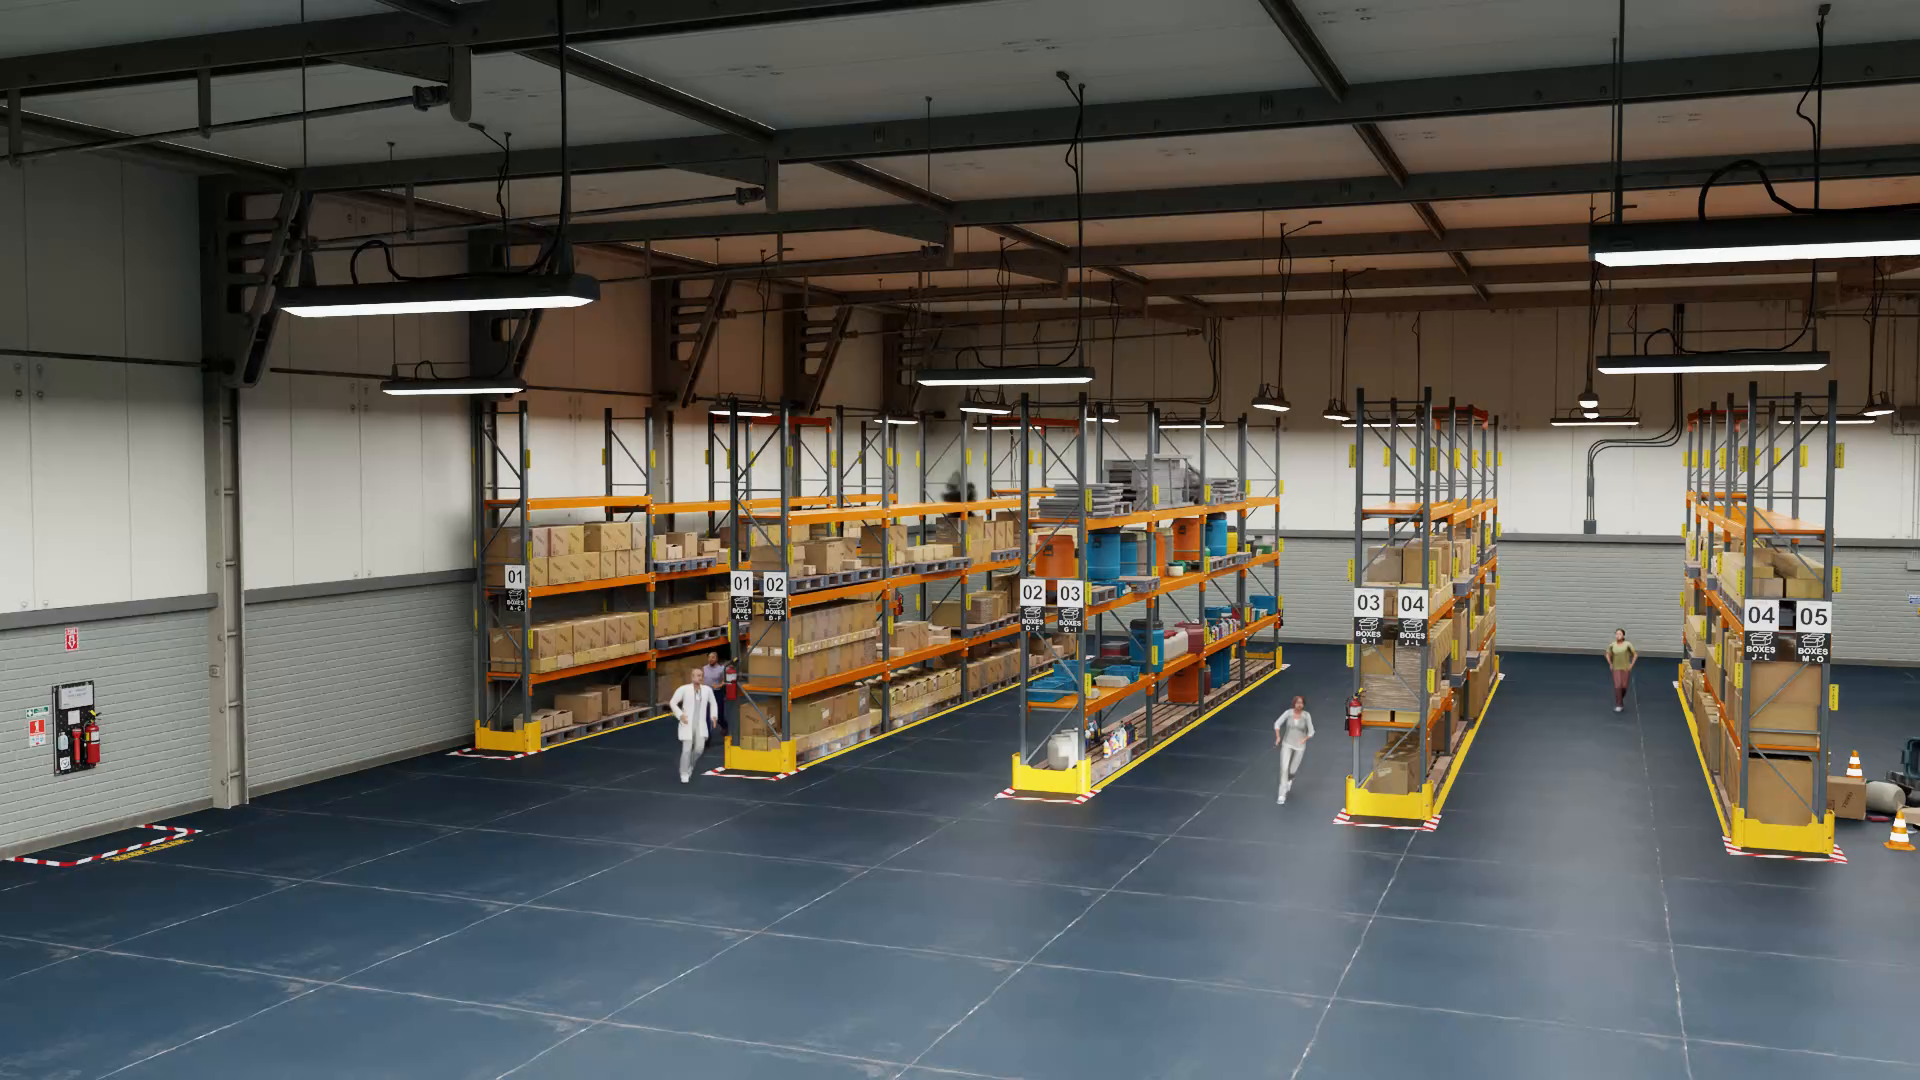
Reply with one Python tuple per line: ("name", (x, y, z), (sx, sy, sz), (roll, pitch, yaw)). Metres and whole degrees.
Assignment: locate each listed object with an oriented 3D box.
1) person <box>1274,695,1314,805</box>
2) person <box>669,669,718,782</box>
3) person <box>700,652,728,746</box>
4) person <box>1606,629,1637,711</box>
("person", (4.899, 3.048, 24.386), (0.581, 1.569, 0.740), (1, 3, 13))
("person", (-4.126, 2.977, 25.909), (0.787, 1.544, 0.556), (-1, 3, -25))
("person", (-4.342, 2.780, 29.258), (0.620, 1.593, 0.823), (0, 3, 9))
("person", (13.152, 2.583, 33.106), (0.580, 1.636, 0.547), (2, 3, 29))
